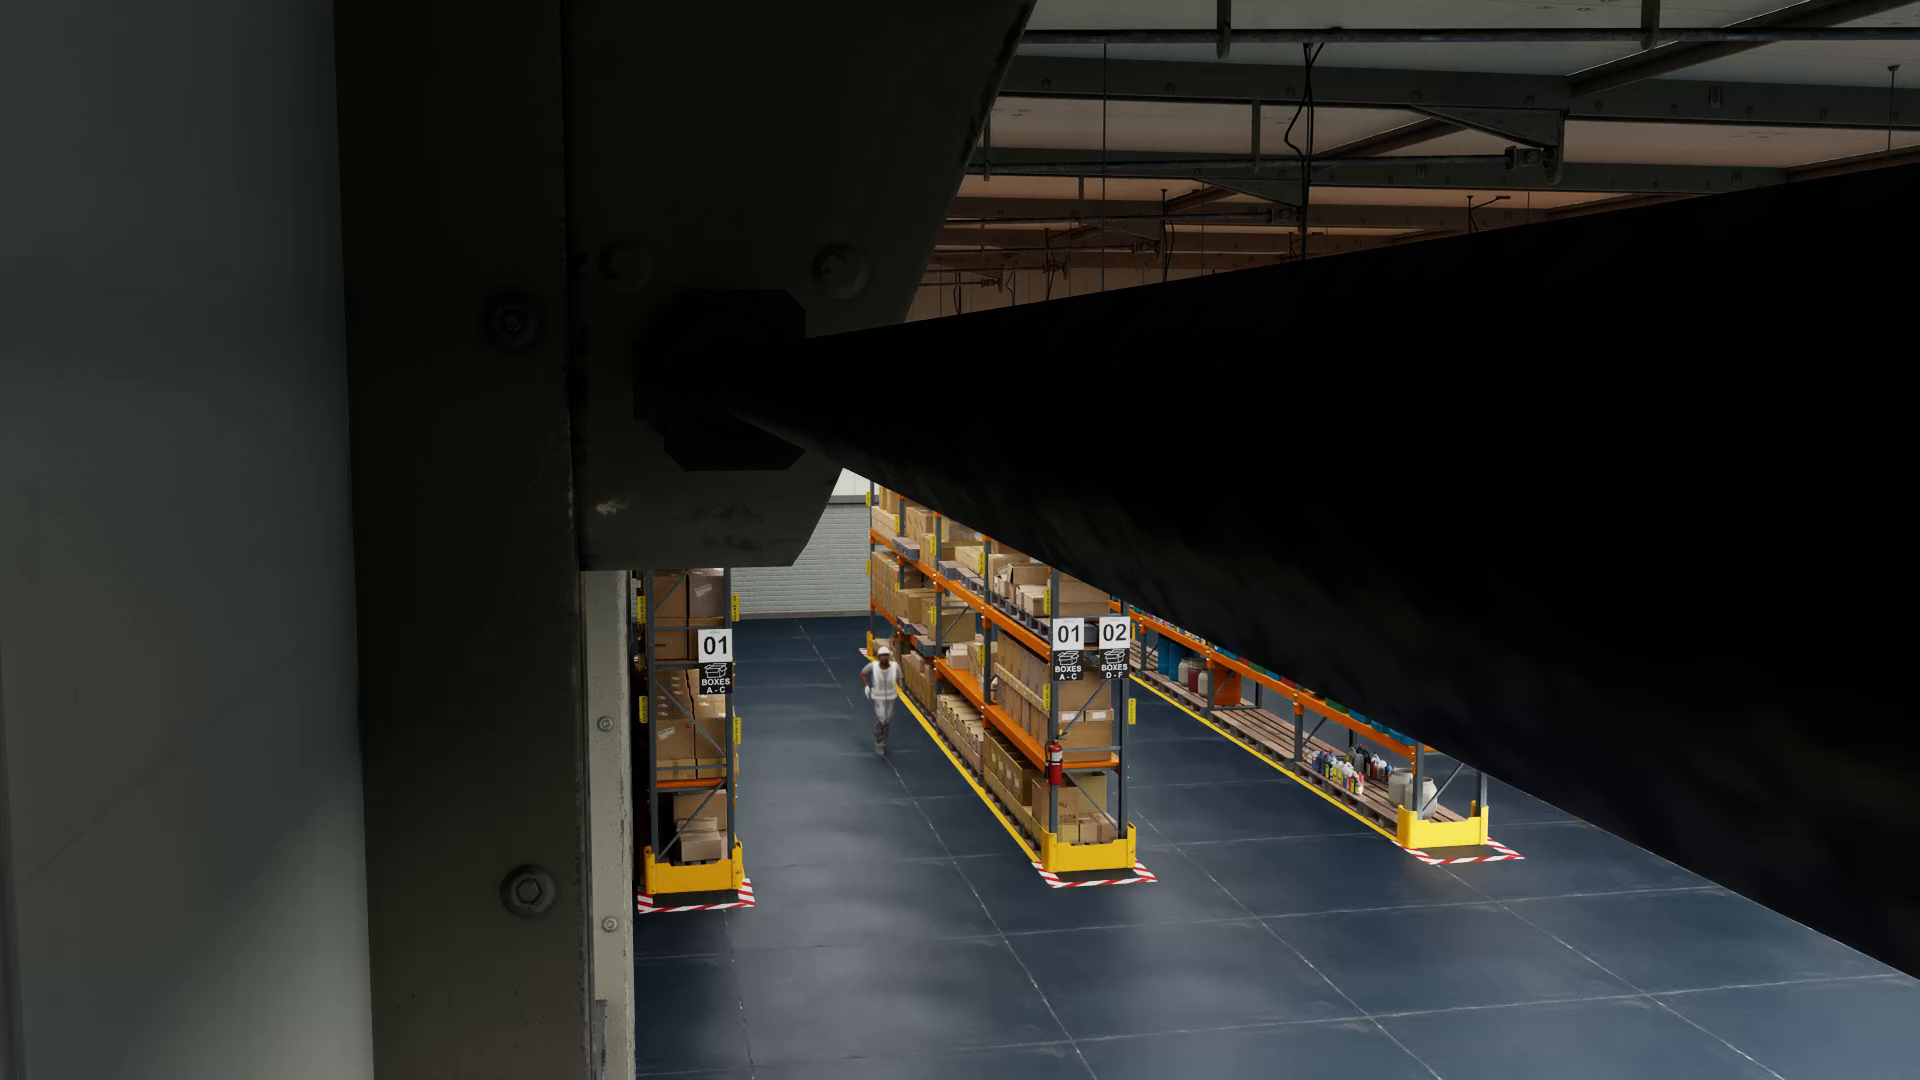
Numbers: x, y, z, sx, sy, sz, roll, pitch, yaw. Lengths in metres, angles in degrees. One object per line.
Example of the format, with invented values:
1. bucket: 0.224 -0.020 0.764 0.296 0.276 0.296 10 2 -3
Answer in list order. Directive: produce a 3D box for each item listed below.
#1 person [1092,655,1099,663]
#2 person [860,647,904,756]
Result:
1. person: 2.738 2.091 32.439 0.727 1.750 0.871 -2 6 -18
2. person: -1.241 2.631 27.162 0.676 1.813 0.794 -2 6 -16
